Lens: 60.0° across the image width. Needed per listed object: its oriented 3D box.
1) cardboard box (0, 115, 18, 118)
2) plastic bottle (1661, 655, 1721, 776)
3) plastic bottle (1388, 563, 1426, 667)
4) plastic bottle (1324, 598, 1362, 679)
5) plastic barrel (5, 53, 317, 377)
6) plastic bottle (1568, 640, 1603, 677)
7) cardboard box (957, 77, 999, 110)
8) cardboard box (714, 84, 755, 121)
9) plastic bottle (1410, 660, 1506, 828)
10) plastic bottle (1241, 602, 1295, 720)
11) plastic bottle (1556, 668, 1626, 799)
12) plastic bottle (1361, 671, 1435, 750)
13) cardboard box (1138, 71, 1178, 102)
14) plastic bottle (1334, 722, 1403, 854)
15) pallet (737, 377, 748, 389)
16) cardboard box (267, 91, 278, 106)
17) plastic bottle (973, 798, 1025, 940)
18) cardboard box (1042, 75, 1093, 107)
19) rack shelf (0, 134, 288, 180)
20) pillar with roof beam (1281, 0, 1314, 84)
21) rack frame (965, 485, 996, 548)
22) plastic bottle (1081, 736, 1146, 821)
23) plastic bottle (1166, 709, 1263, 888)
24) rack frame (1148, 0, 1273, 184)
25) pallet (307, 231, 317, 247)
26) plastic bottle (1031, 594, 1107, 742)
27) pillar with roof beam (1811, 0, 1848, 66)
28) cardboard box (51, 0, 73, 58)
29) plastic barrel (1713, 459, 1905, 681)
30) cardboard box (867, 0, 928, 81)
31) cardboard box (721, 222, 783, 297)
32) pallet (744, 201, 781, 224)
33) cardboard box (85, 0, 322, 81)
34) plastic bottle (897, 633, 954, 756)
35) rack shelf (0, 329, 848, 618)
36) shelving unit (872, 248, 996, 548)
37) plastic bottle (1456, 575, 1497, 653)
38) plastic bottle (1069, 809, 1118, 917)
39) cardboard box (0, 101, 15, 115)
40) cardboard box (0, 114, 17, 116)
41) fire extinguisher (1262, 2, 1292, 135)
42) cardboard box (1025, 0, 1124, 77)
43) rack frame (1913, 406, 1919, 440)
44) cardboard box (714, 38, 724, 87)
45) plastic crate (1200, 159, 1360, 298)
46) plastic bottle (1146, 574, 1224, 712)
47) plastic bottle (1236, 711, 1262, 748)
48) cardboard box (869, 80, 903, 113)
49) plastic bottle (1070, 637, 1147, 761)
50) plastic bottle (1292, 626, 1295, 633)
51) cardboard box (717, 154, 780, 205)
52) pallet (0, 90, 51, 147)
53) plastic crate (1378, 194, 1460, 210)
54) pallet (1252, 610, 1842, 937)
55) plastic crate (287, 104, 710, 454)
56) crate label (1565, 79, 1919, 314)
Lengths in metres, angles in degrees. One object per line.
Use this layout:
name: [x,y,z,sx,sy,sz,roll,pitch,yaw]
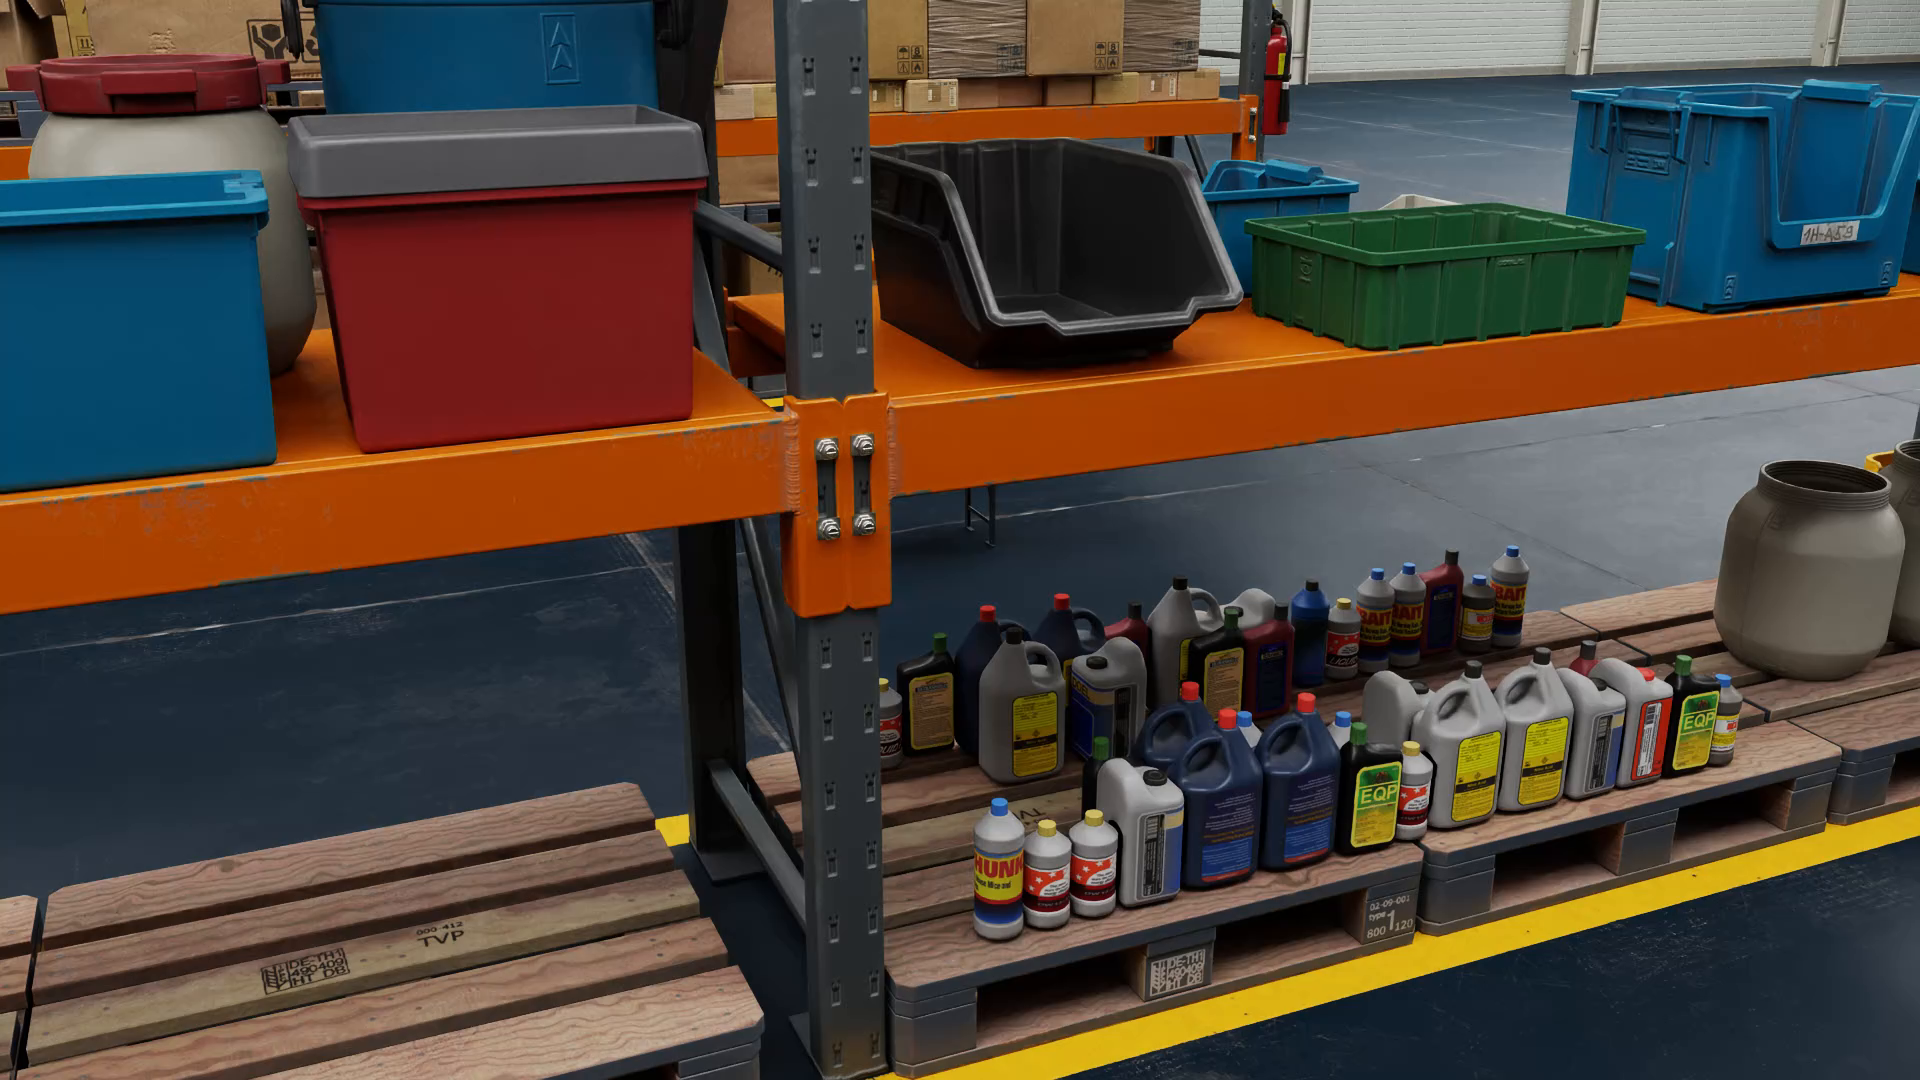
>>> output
cardboard box: [-6.502,-2.365,10.977,0.750,0.750,1.050,-8,21,-21]
plastic bottle: [1.668,0.394,3.813,0.133,0.283,0.061,-8,21,-21]
plastic bottle: [1.178,0.192,4.405,0.097,0.271,0.097,0,19,0]
plastic bottle: [0.995,0.252,4.342,0.097,0.201,0.097,0,19,0]
plastic barrel: [-1.357,-0.554,2.876,0.433,0.535,0.433,0,19,0]
plastic bottle: [1.483,0.366,3.894,0.133,0.283,0.061,-8,21,-22]
cardboard box: [-0.002,-2.198,8.125,0.250,0.149,0.380,-8,21,-22]
cardboard box: [-1.112,-2.004,7.576,0.250,0.149,0.380,-8,21,-22]
plastic bottle: [1.077,0.432,3.604,0.185,0.351,0.144,-8,21,-22]
plastic bottle: [0.752,0.296,4.092,0.133,0.283,0.061,-8,21,-22]
plastic bottle: [1.399,0.420,3.751,0.135,0.276,0.152,-9,21,-23]
plastic bottle: [0.996,0.426,3.735,0.135,0.276,0.152,-8,21,-22]
cardboard box: [0.909,-2.334,8.513,0.250,0.149,0.380,-8,21,-22]
plastic bottle: [0.855,0.511,3.482,0.133,0.283,0.061,-7,21,-20]
pallet: [-1.751,-0.844,8.100,1.213,0.211,1.003,-8,21,-22]
cardboard box: [-8.723,-5.601,20.356,0.625,0.625,0.875,-7,21,-20]
plastic bottle: [0.074,0.622,3.185,0.097,0.271,0.097,0,19,0]
cardboard box: [0.465,-2.258,8.295,0.250,0.149,0.380,-8,21,-22]
rack shelf: [-4.190,-1.457,6.728,4.000,0.370,1.077,-8,21,-22]
pillar with roof beam: [7.152,-10.400,22.009,0.400,9.000,9.100,-8,21,-22]
rack frame: [0.072,-0.576,5.852,0.015,1.200,0.240,-8,21,-22]
plastic bottle: [0.318,0.533,3.420,0.133,0.283,0.061,-8,21,-22]
plastic bottle: [0.514,0.513,3.375,0.185,0.351,0.144,-8,21,-20]
rack frame: [1.319,-2.586,8.850,0.127,3.000,1.000,-8,21,-22]
pallet: [-4.904,-2.146,11.798,1.213,0.211,1.003,-8,21,-22]
plastic bottle: [0.262,0.295,3.994,0.185,0.351,0.144,-9,21,-25]
pillar with roof beam: [18.170,-11.979,26.493,0.400,9.000,9.100,-8,21,-22]
cardboard box: [-5.992,-3.282,10.676,0.500,0.500,0.500,-8,21,-22]
plastic barrel: [2.247,0.076,4.404,0.421,0.512,0.421,0,19,0]
cardboard box: [-0.548,-2.492,7.985,0.500,0.500,0.875,-8,21,-22]
cardboard box: [-0.909,-1.302,8.336,0.500,0.500,0.500,-10,22,-27]
pallet: [-1.256,-2.667,13.280,1.213,0.211,1.003,-8,21,-22]
cardboard box: [-3.139,-2.479,7.010,1.000,1.000,1.000,-8,21,-22]
plastic bottle: [-0.081,0.361,3.909,0.133,0.283,0.061,-7,21,-19]
rack shelf: [-2.228,0.053,2.438,4.000,0.370,1.077,-8,21,-22]
shelving unit: [-0.152,-0.544,5.761,0.503,1.200,0.258,-8,21,-22]
plastic bottle: [1.398,0.194,4.506,0.097,0.201,0.097,0,19,0]
plastic bottle: [0.261,0.628,3.273,0.097,0.201,0.097,0,19,0]
cardboard box: [-11.343,-5.225,19.287,0.625,0.625,0.875,-7,21,-20]
cardboard box: [-8.755,-3.685,15.296,0.625,0.372,0.950,-9,21,-23]
fire extinguisher: [1.607,-2.424,8.506,0.183,0.674,0.296,-8,21,-22]
cardboard box: [0.392,-2.607,8.311,0.500,0.500,0.875,-8,21,-22]
rack frame: [3.281,-1.076,4.560,0.127,3.000,1.000,-8,21,-22]
cardboard box: [-1.443,-2.343,7.560,0.500,0.500,0.875,-8,21,-22]
plastic crate: [0.517,-0.708,3.739,0.616,0.251,0.499,-8,21,-22]
plastic bottle: [0.558,0.252,4.115,0.185,0.351,0.144,-8,21,-22]
plastic bottle: [0.599,0.495,3.547,0.097,0.271,0.097,0,19,0]
cardboard box: [-0.454,-2.126,7.922,0.250,0.149,0.380,-8,21,-22]
plastic bottle: [0.343,0.372,3.888,0.135,0.276,0.152,-8,21,-22]
plastic bottle: [0.807,0.279,4.265,0.097,0.201,0.097,0,19,0]
cardboard box: [-1.956,-3.082,12.825,0.875,0.875,0.875,-9,21,-23]
pallet: [-4.225,-1.716,6.668,1.213,0.211,1.003,-8,21,-22]
plastic crate: [0.999,-0.716,3.935,0.437,0.136,0.530,-8,21,-22]
pallet: [1.363,0.529,4.203,1.213,0.211,1.003,-8,21,-22]
plastic crate: [-0.715,-0.422,2.609,0.583,0.464,0.402,-8,21,-22]
crate label: [1.698,-0.768,3.632,0.616,0.435,0.502,-8,21,-22]
